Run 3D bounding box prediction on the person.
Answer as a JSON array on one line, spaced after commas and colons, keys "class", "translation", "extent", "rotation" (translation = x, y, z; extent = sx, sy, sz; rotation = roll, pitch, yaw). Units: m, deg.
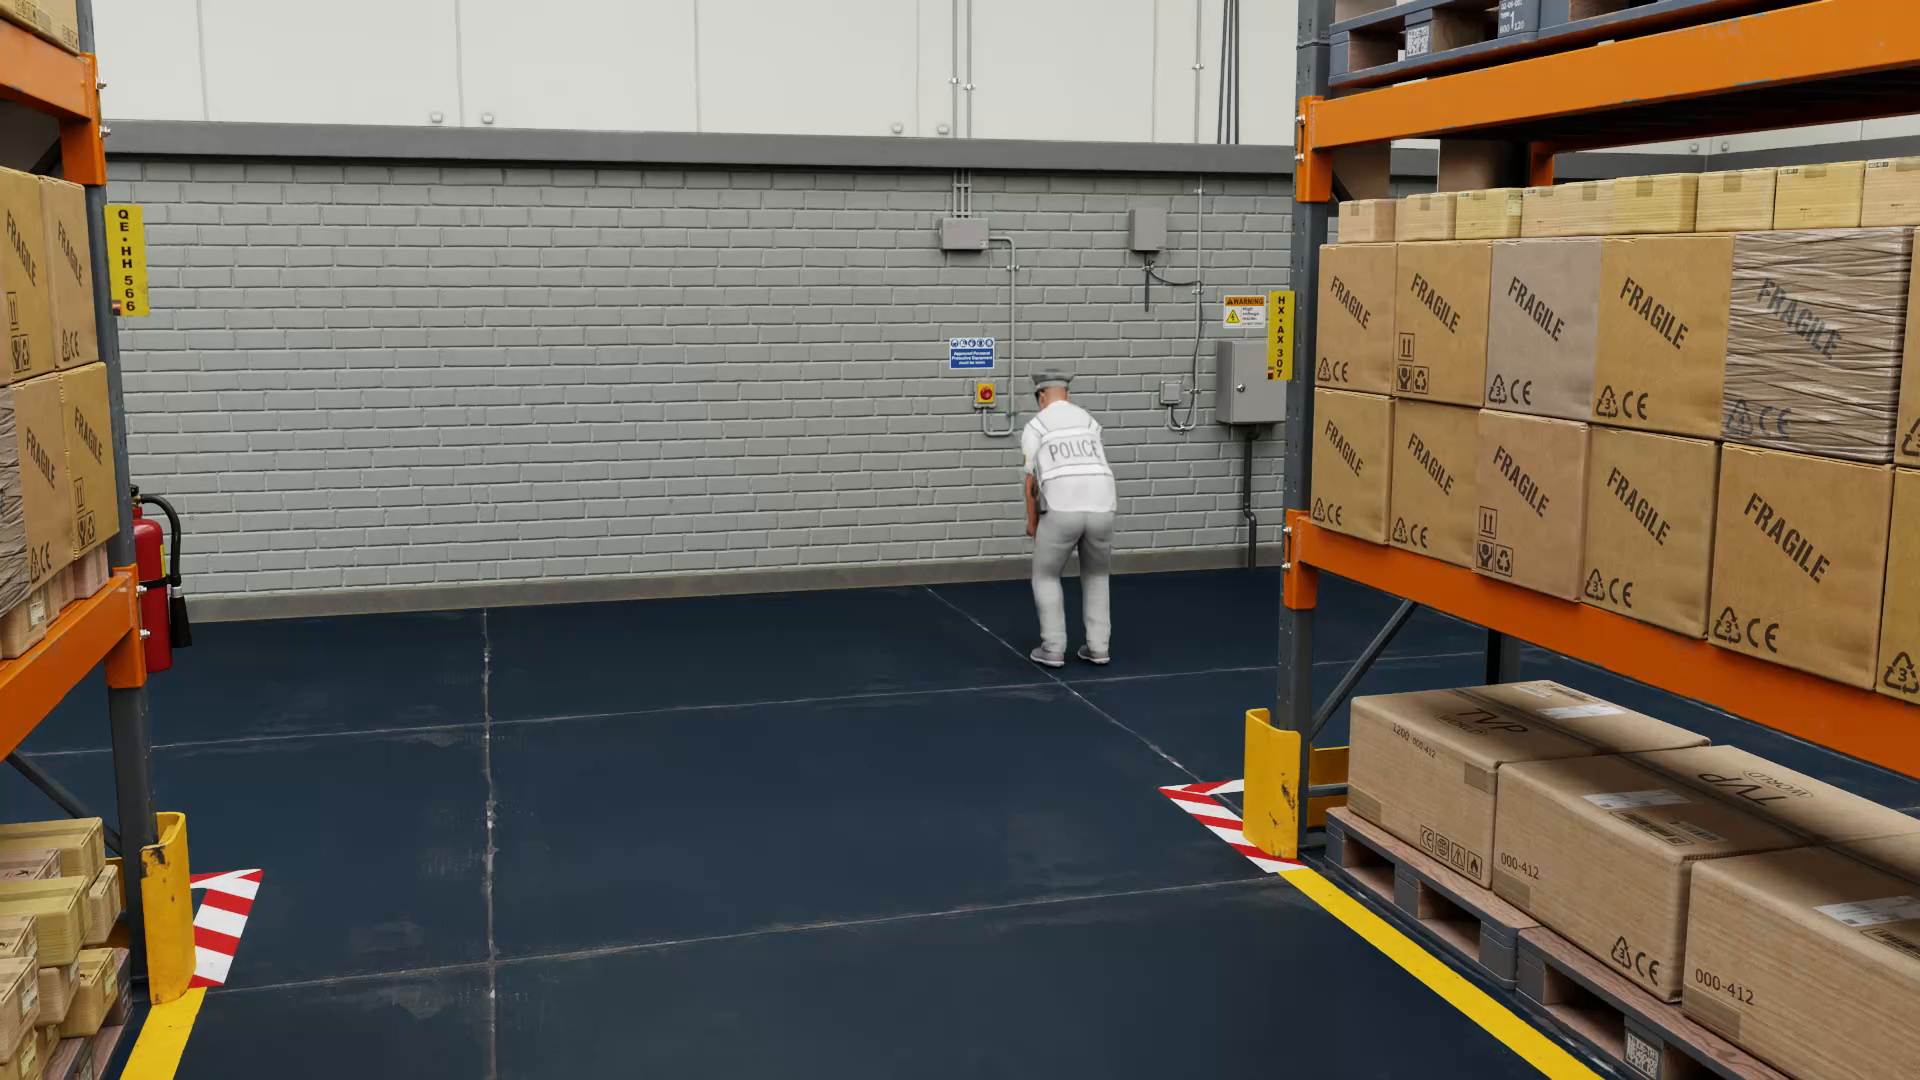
[{"class": "person", "translation": [0.600, -0.126, 9.475], "extent": [0.474, 1.650, 0.686], "rotation": [-3, 10, -17]}]
